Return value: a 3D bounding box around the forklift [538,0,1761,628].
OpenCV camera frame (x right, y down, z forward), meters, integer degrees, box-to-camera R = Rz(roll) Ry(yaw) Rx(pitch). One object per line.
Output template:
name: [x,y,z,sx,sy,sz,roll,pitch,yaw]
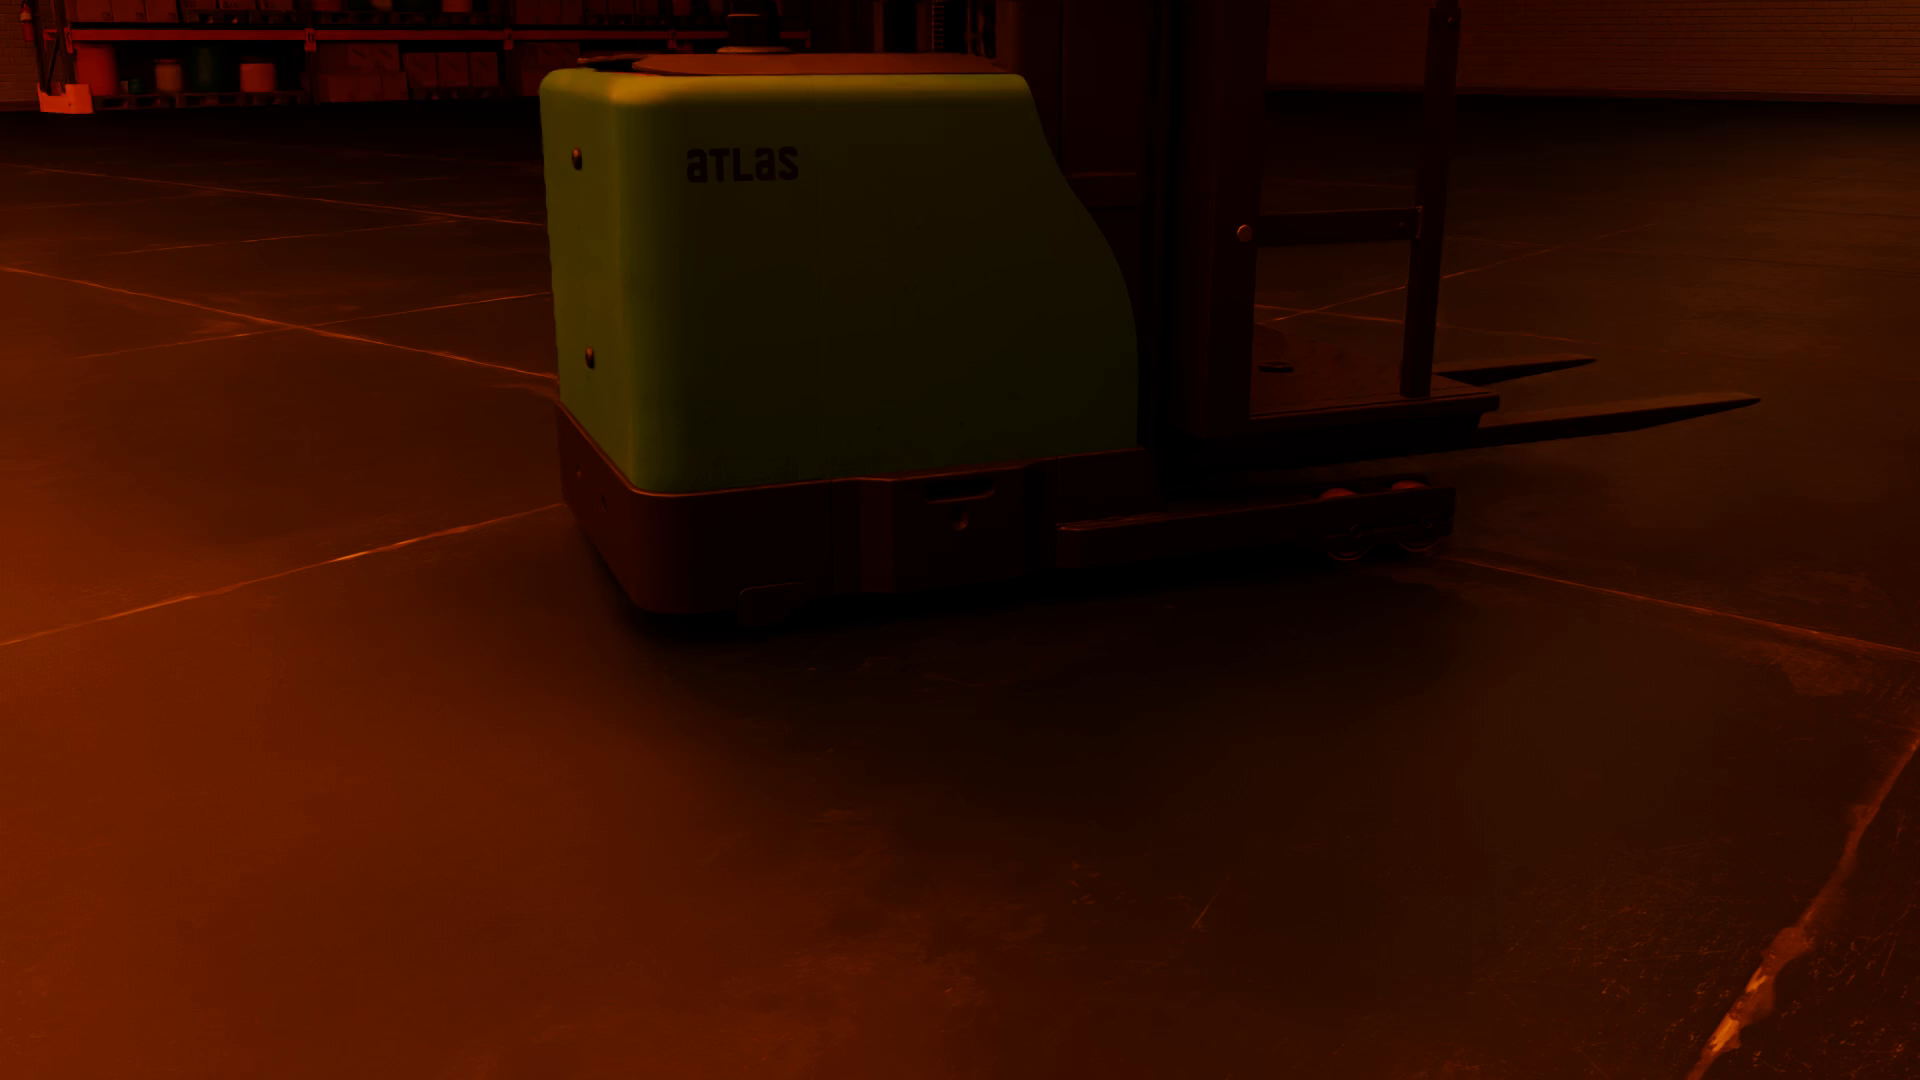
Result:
forklift: [0.599,-1.487,3.793,3.031,2.935,1.130,-7,18,-21]
